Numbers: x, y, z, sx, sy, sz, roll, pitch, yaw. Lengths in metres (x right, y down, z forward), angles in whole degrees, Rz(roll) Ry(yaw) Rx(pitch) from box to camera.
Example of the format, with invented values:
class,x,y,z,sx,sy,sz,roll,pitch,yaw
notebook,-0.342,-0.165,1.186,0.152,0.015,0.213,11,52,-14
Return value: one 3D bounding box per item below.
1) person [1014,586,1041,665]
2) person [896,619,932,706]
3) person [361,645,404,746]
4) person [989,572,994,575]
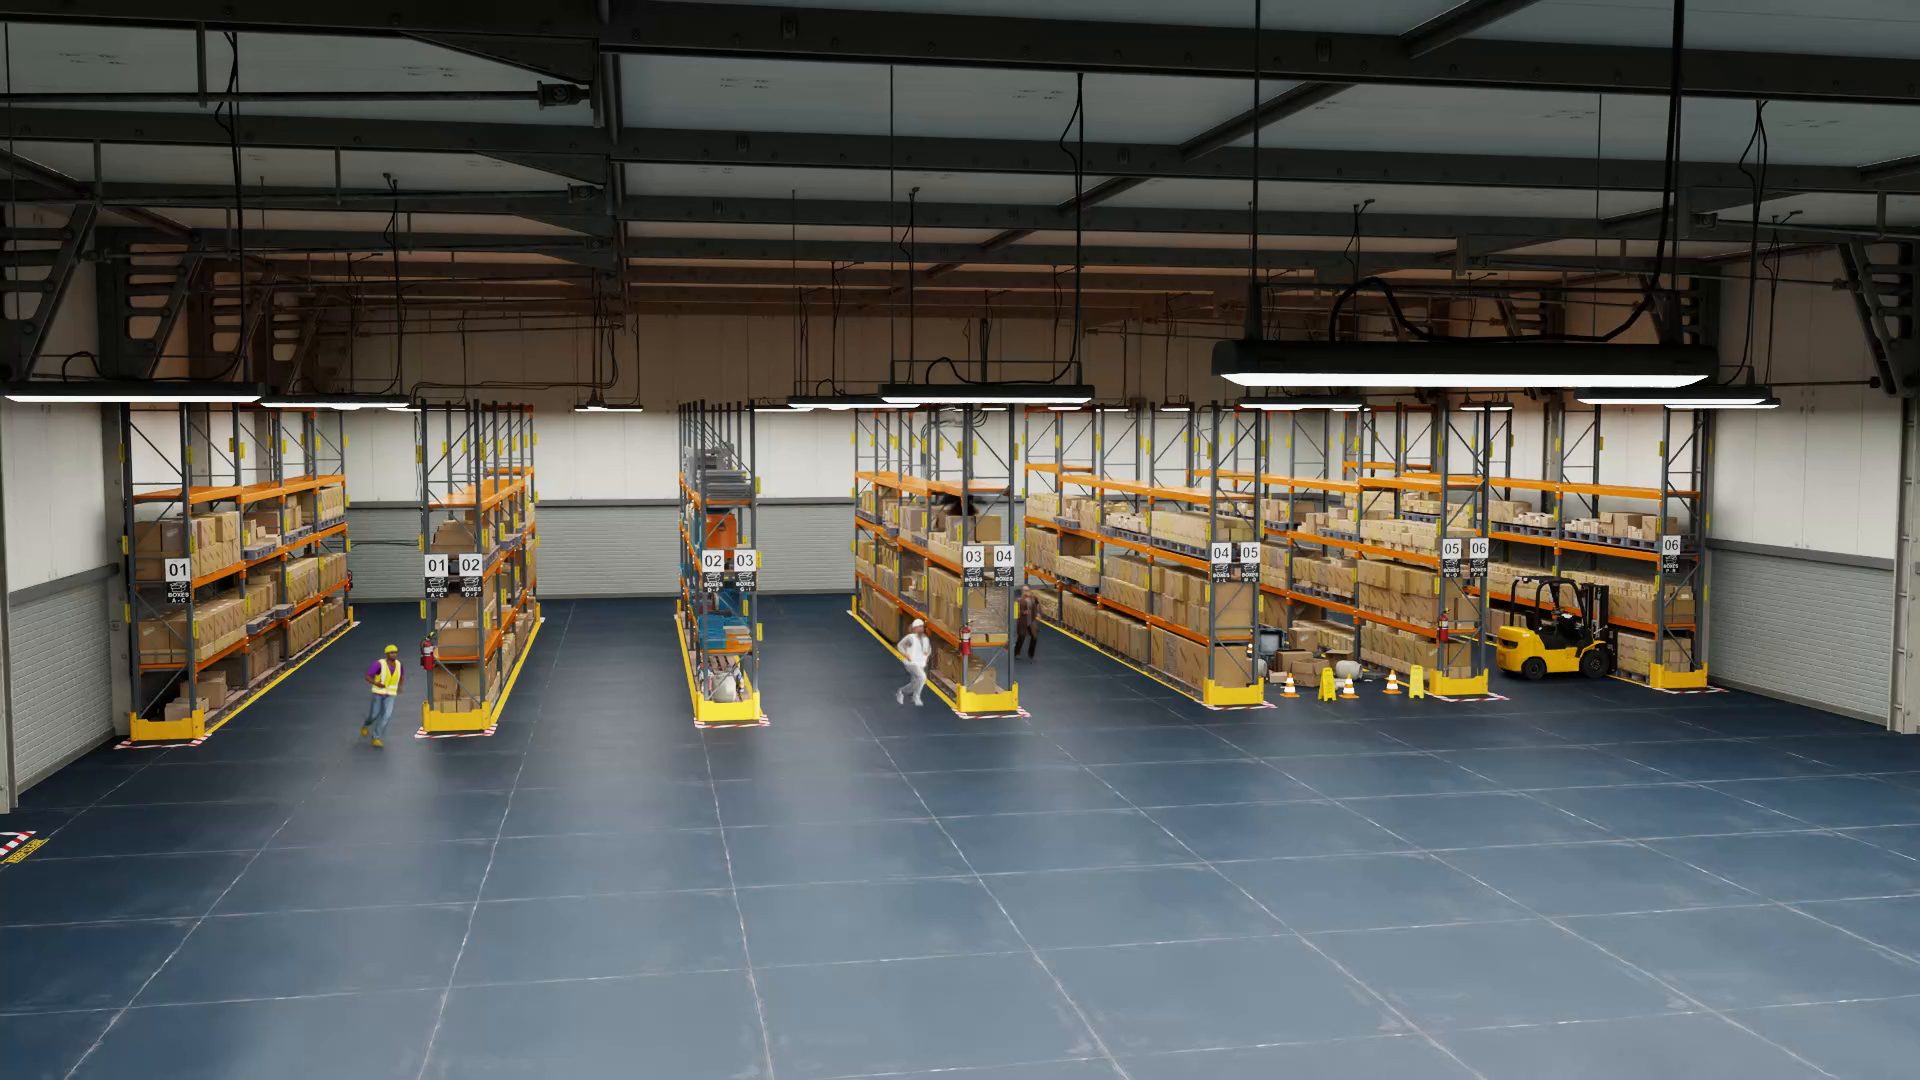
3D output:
class,x,y,z,sx,sy,sz,roll,pitch,yaw
person,1.544,1.956,38.261,0.727,1.827,0.972,-1,4,-14
person,-0.838,2.336,31.704,0.680,1.670,0.912,-4,6,-40
person,-10.041,2.683,29.088,0.712,1.711,0.877,-3,5,-37
person,0.953,1.305,46.647,0.683,1.812,0.880,-1,4,-11
